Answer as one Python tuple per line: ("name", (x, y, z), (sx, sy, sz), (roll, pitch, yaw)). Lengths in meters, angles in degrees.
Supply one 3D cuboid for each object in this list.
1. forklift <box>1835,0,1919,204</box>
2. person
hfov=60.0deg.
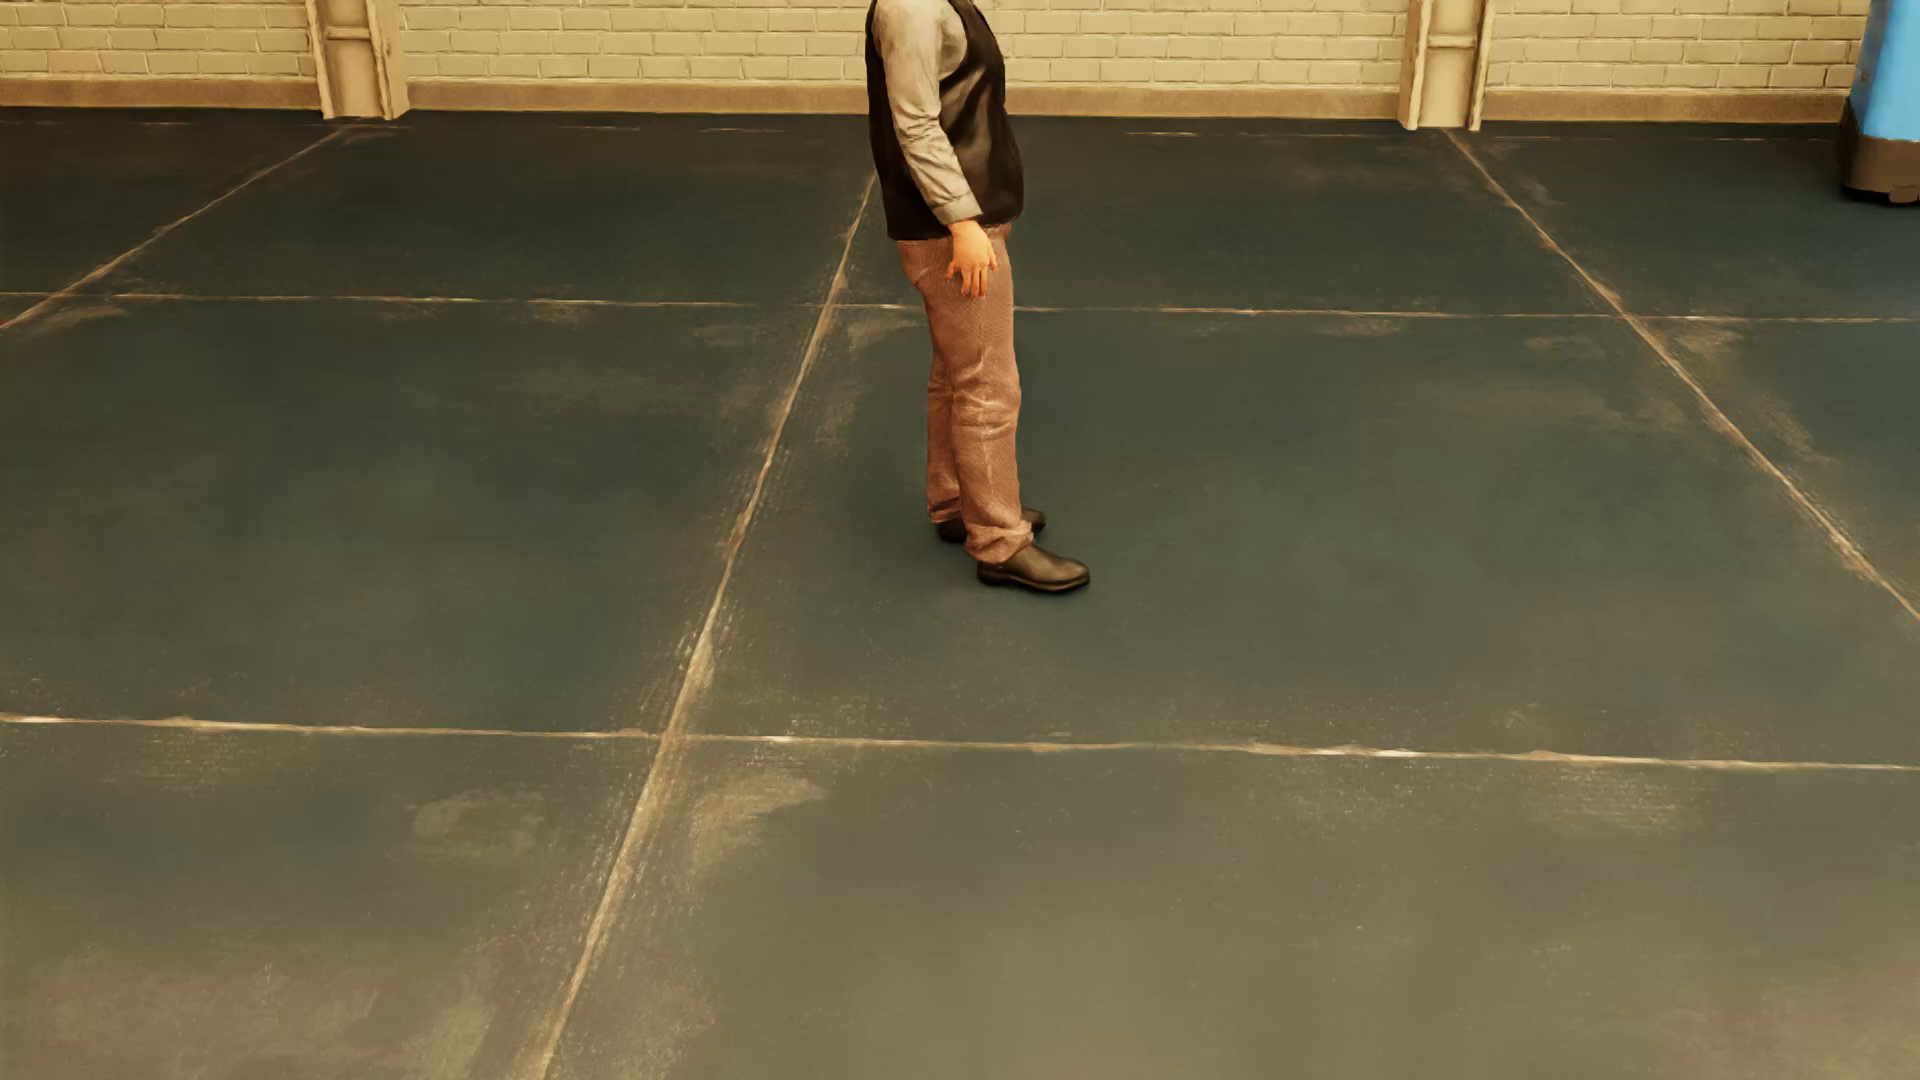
("forklift", (5.659, -2.815, 6.916), (3.031, 2.935, 1.130), (10, 28, 20))
("person", (0.062, -0.774, 4.128), (0.567, 1.720, 0.632), (1, 26, 2))
